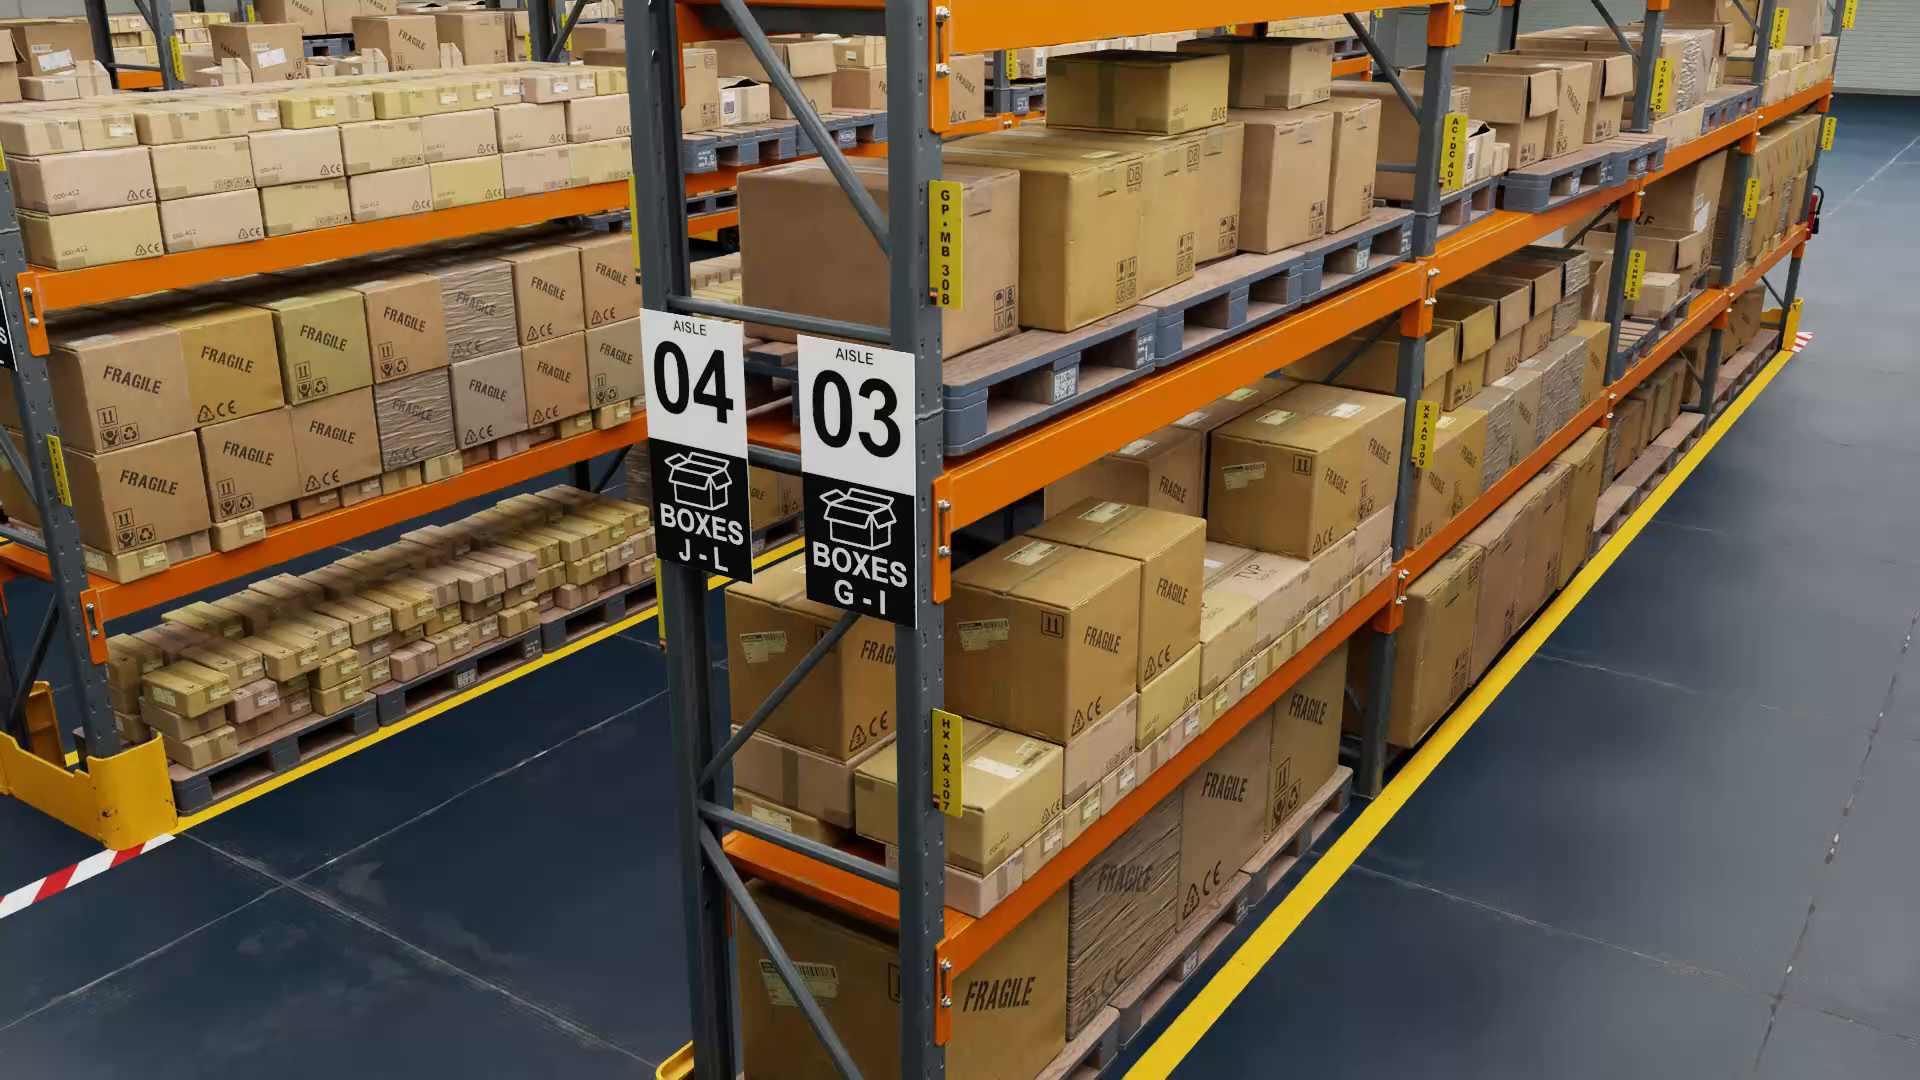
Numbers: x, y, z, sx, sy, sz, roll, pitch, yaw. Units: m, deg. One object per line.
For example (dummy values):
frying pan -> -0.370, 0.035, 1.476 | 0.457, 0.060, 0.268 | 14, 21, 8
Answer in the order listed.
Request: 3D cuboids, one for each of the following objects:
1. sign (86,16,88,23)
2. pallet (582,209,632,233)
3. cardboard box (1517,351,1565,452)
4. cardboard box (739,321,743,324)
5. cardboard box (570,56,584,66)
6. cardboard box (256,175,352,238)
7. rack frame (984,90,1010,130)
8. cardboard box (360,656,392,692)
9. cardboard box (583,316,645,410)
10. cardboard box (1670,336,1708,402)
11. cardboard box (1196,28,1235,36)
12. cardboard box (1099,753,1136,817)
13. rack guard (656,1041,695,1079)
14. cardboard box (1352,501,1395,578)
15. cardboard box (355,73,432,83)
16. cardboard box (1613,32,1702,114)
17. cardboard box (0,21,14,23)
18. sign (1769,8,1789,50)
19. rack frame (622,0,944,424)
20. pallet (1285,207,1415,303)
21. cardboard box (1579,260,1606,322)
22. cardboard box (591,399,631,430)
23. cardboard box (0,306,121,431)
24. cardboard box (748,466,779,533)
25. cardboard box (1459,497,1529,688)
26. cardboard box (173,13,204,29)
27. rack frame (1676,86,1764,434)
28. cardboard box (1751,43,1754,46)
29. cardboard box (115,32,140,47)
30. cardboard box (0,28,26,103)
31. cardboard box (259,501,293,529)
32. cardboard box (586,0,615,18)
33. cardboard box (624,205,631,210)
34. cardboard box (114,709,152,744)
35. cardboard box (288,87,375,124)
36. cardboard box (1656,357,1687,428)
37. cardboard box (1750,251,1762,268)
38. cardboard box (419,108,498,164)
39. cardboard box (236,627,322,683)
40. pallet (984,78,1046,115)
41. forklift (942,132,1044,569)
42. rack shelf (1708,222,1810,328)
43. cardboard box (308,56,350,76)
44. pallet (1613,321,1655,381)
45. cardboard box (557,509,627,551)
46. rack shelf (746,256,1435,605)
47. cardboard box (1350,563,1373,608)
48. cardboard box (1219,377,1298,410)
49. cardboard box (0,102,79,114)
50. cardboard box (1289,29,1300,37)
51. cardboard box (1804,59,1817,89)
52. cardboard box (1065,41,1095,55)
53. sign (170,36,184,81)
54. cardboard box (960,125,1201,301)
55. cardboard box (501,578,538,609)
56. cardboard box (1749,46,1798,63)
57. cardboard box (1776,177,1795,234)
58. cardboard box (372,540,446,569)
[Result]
sign -> -6.894, -3.999, 13.229 | 0.100, 0.325, 0.005 | 13, 24, 32
pallet -> -3.879, -3.382, 17.360 | 1.213, 0.211, 1.003 | 13, 24, 32
cardboard box -> 3.358, -0.879, 10.174 | 0.500, 0.500, 0.500 | 12, 24, 30
cardboard box -> -1.543, -1.479, 11.268 | 0.380, 0.149, 0.250 | 13, 24, 31
cardboard box -> -3.730, -4.721, 16.573 | 0.396, 0.266, 0.258 | 13, 24, 32
cardboard box -> -3.496, -1.731, 8.512 | 0.500, 0.250, 0.500 | 12, 24, 30
rack frame -> -0.041, -2.310, 14.186 | 1.000, 3.000, 0.127 | 13, 24, 32
cardboard box -> -3.466, 0.730, 9.471 | 0.380, 0.149, 0.250 | 13, 24, 32
cardboard box -> -2.327, -1.155, 10.490 | 0.500, 0.500, 0.500 | 13, 24, 32
cardboard box -> 6.511, -1.593, 15.245 | 0.500, 0.500, 0.500 | 12, 24, 30
cardboard box -> 2.714, -5.263, 16.884 | 0.500, 0.250, 0.500 | 13, 24, 32
cardboard box -> 0.412, 0.839, 6.034 | 0.380, 0.149, 0.250 | 13, 24, 31
rack guard -> -0.506, 2.161, 5.702 | 1.175, 0.500, 0.348 | 13, 24, 32
cardboard box -> 1.725, -0.057, 7.884 | 0.500, 0.250, 0.500 | 13, 24, 31
cardboard box -> -3.240, -2.586, 9.528 | 0.380, 0.149, 0.250 | 12, 24, 30
cardboard box -> 4.770, -3.231, 11.489 | 0.500, 0.500, 0.500 | 13, 24, 32
cardboard box -> -9.530, -5.057, 16.473 | 0.380, 0.149, 0.250 | 14, 24, 33
sign -> 6.714, -4.188, 13.627 | 0.100, 0.325, 0.005 | 13, 24, 32
rack frame -> -0.493, -1.832, 4.247 | 1.000, 3.000, 0.127 | 13, 24, 32
pallet -> 1.287, -1.299, 7.256 | 1.003, 0.211, 1.213 | 13, 24, 32
cardboard box -> 4.275, -1.720, 11.843 | 0.500, 0.500, 0.500 | 10, 23, 25
cardboard box -> -2.311, -0.822, 10.525 | 0.380, 0.149, 0.250 | 13, 24, 30
cardboard box -> -4.486, -0.850, 8.225 | 0.500, 0.500, 0.500 | 13, 24, 31
cardboard box -> -1.655, -0.347, 11.878 | 0.500, 0.500, 0.500 | 14, 25, 34
cardboard box -> 2.601, 0.189, 9.886 | 1.225, 0.875, 0.875 | 12, 24, 30
cardboard box -> -8.483, -5.665, 18.146 | 0.380, 0.149, 0.250 | 12, 24, 30
rack frame -> 6.253, -2.461, 14.595 | 1.000, 3.000, 0.127 | 13, 24, 32
cardboard box -> 7.538, -4.813, 16.272 | 0.380, 0.149, 0.250 | 13, 24, 32
cardboard box -> -8.915, -5.306, 17.602 | 0.380, 0.149, 0.250 | 14, 24, 32
cardboard box -> -7.171, -3.405, 11.923 | 0.797, 0.503, 0.637 | 16, 25, 36
cardboard box -> -3.748, -0.175, 8.776 | 0.380, 0.149, 0.250 | 15, 25, 34
cardboard box -> -4.965, -7.315, 22.838 | 0.396, 0.266, 0.258 | 13, 24, 31
cardboard box -> -3.476, -3.527, 17.232 | 0.380, 0.149, 0.250 | 12, 23, 28
cardboard box -> -4.414, 0.934, 8.921 | 0.380, 0.149, 0.250 | 14, 24, 33
cardboard box -> -3.270, -2.261, 8.651 | 0.380, 0.149, 0.250 | 14, 25, 34
cardboard box -> 5.890, -1.323, 14.488 | 0.700, 0.500, 0.500 | 11, 23, 28
cardboard box -> 7.199, -2.630, 15.414 | 0.380, 0.149, 0.250 | 13, 24, 32
cardboard box -> -2.930, -2.254, 9.206 | 0.500, 0.250, 0.500 | 14, 25, 34
cardboard box -> -3.659, 0.613, 8.932 | 0.380, 0.149, 0.250 | 13, 24, 32
pallet -> 0.277, -3.823, 14.226 | 1.213, 0.211, 1.003 | 15, 25, 34
forklift -> 0.487, -1.205, 11.297 | 1.130, 2.935, 3.031 | -19, 28, -41
rack shelf -> 7.377, -2.698, 16.272 | 1.077, 0.370, 4.000 | 13, 24, 32
cardboard box -> -5.501, -4.165, 14.608 | 0.380, 0.166, 0.250 | 16, 25, 36
pallet -> 4.317, -1.449, 12.135 | 1.213, 0.211, 1.003 | 13, 24, 32
cardboard box -> -2.385, -0.067, 10.770 | 0.380, 0.149, 0.250 | 14, 24, 32
rack shelf -> 0.632, -0.662, 6.443 | 1.077, 0.370, 4.000 | 13, 24, 32
cardboard box -> 1.711, 0.177, 7.824 | 0.380, 0.149, 0.250 | 14, 24, 33
cardboard box -> 1.275, -0.499, 7.998 | 0.500, 0.500, 0.500 | 13, 24, 32
cardboard box -> -4.392, -1.981, 7.894 | 0.380, 0.149, 0.250 | 14, 24, 33
cardboard box -> 3.408, -5.395, 17.814 | 0.380, 0.149, 0.250 | 13, 24, 32
cardboard box -> 7.868, -4.468, 15.914 | 0.500, 0.250, 0.500 | 14, 24, 33
cardboard box -> 0.830, -4.199, 14.436 | 0.500, 0.250, 0.500 | 14, 25, 33
sign -> -5.980, -3.677, 12.700 | 0.100, 0.325, 0.005 | 13, 24, 32
cardboard box -> 0.422, -1.171, 5.891 | 0.700, 0.500, 0.500 | 11, 23, 28
cardboard box -> -2.830, 0.281, 10.257 | 0.380, 0.149, 0.250 | 14, 24, 33
cardboard box -> 7.509, -4.480, 15.371 | 0.380, 0.149, 0.250 | 14, 24, 33
cardboard box -> 7.671, -3.341, 16.401 | 0.875, 0.500, 0.500 | 13, 24, 32
cardboard box -> -3.383, 0.138, 10.216 | 0.380, 0.149, 0.250 | 12, 24, 30
